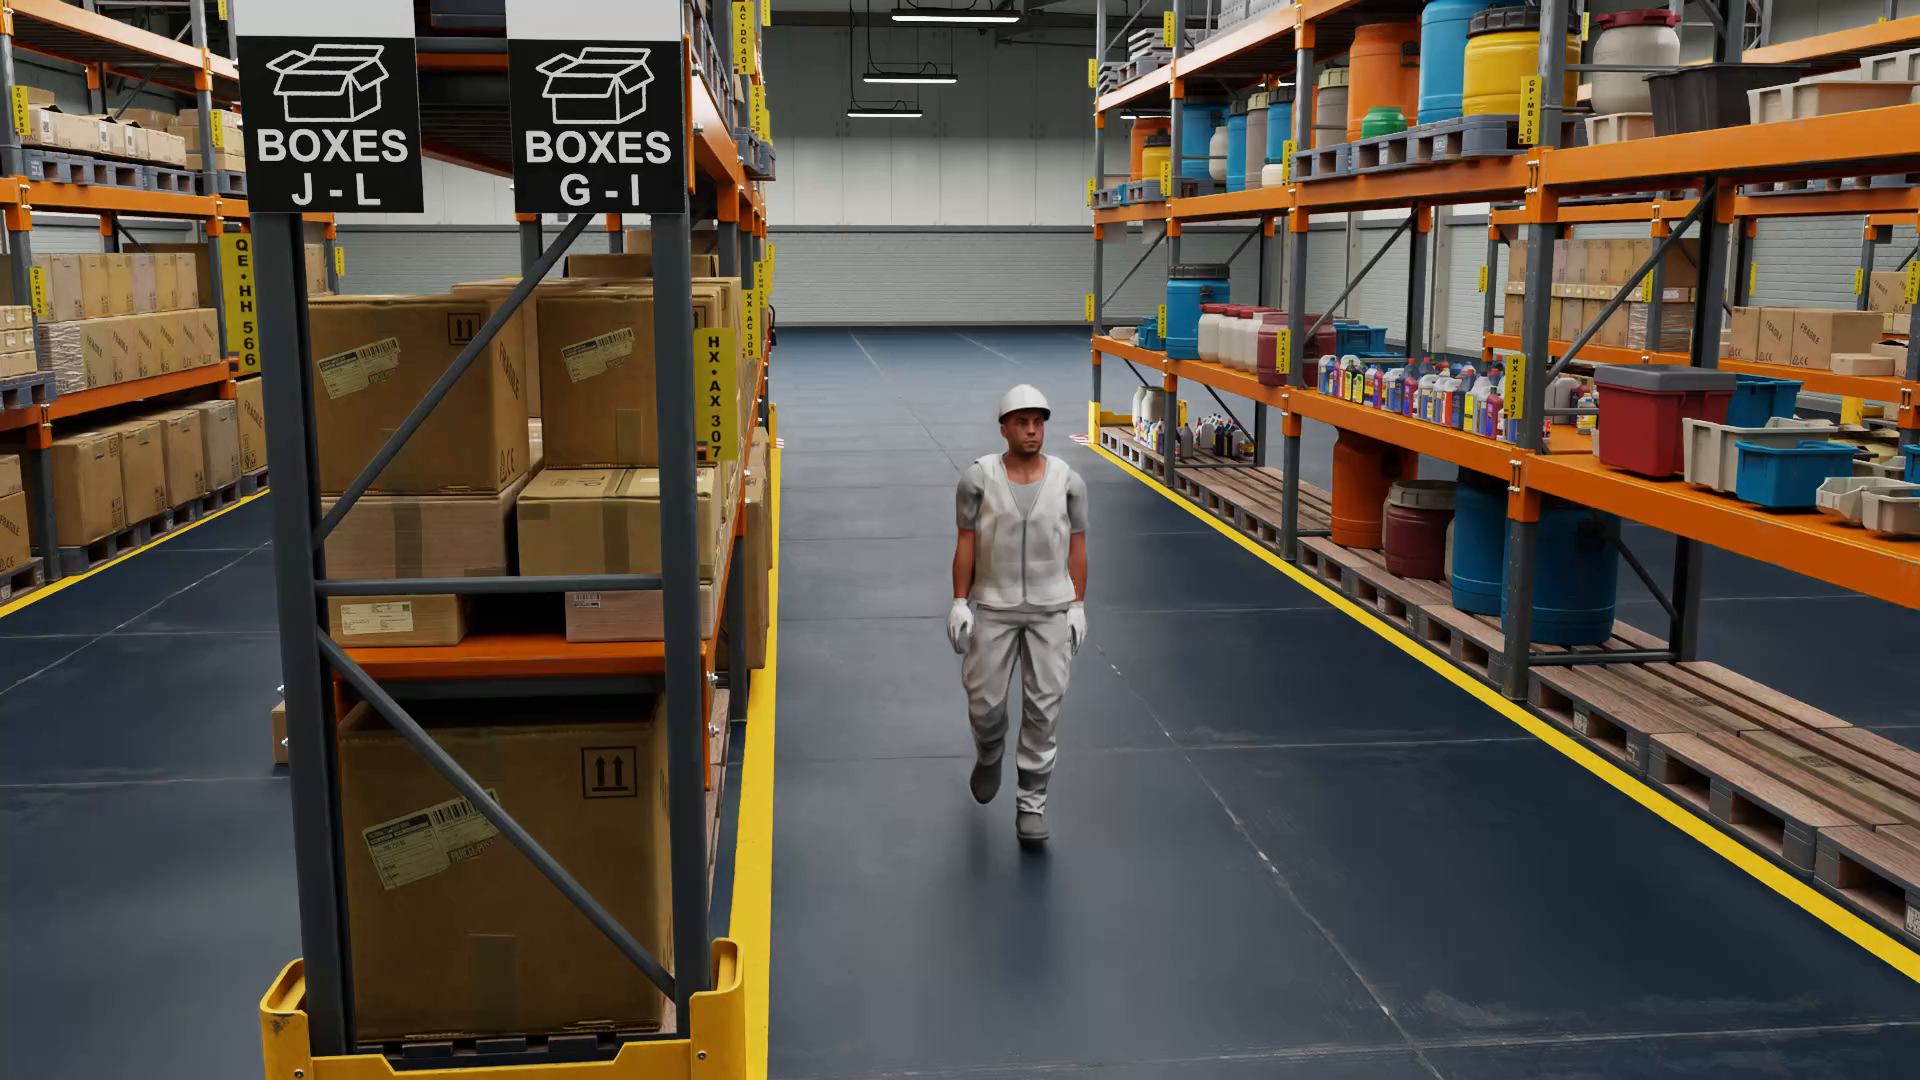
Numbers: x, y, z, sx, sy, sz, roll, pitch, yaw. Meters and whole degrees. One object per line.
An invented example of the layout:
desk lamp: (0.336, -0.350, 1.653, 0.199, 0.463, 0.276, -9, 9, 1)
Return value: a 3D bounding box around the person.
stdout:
person: (0.229, 0.273, 6.592, 0.563, 1.779, 0.569, -1, 10, -3)
